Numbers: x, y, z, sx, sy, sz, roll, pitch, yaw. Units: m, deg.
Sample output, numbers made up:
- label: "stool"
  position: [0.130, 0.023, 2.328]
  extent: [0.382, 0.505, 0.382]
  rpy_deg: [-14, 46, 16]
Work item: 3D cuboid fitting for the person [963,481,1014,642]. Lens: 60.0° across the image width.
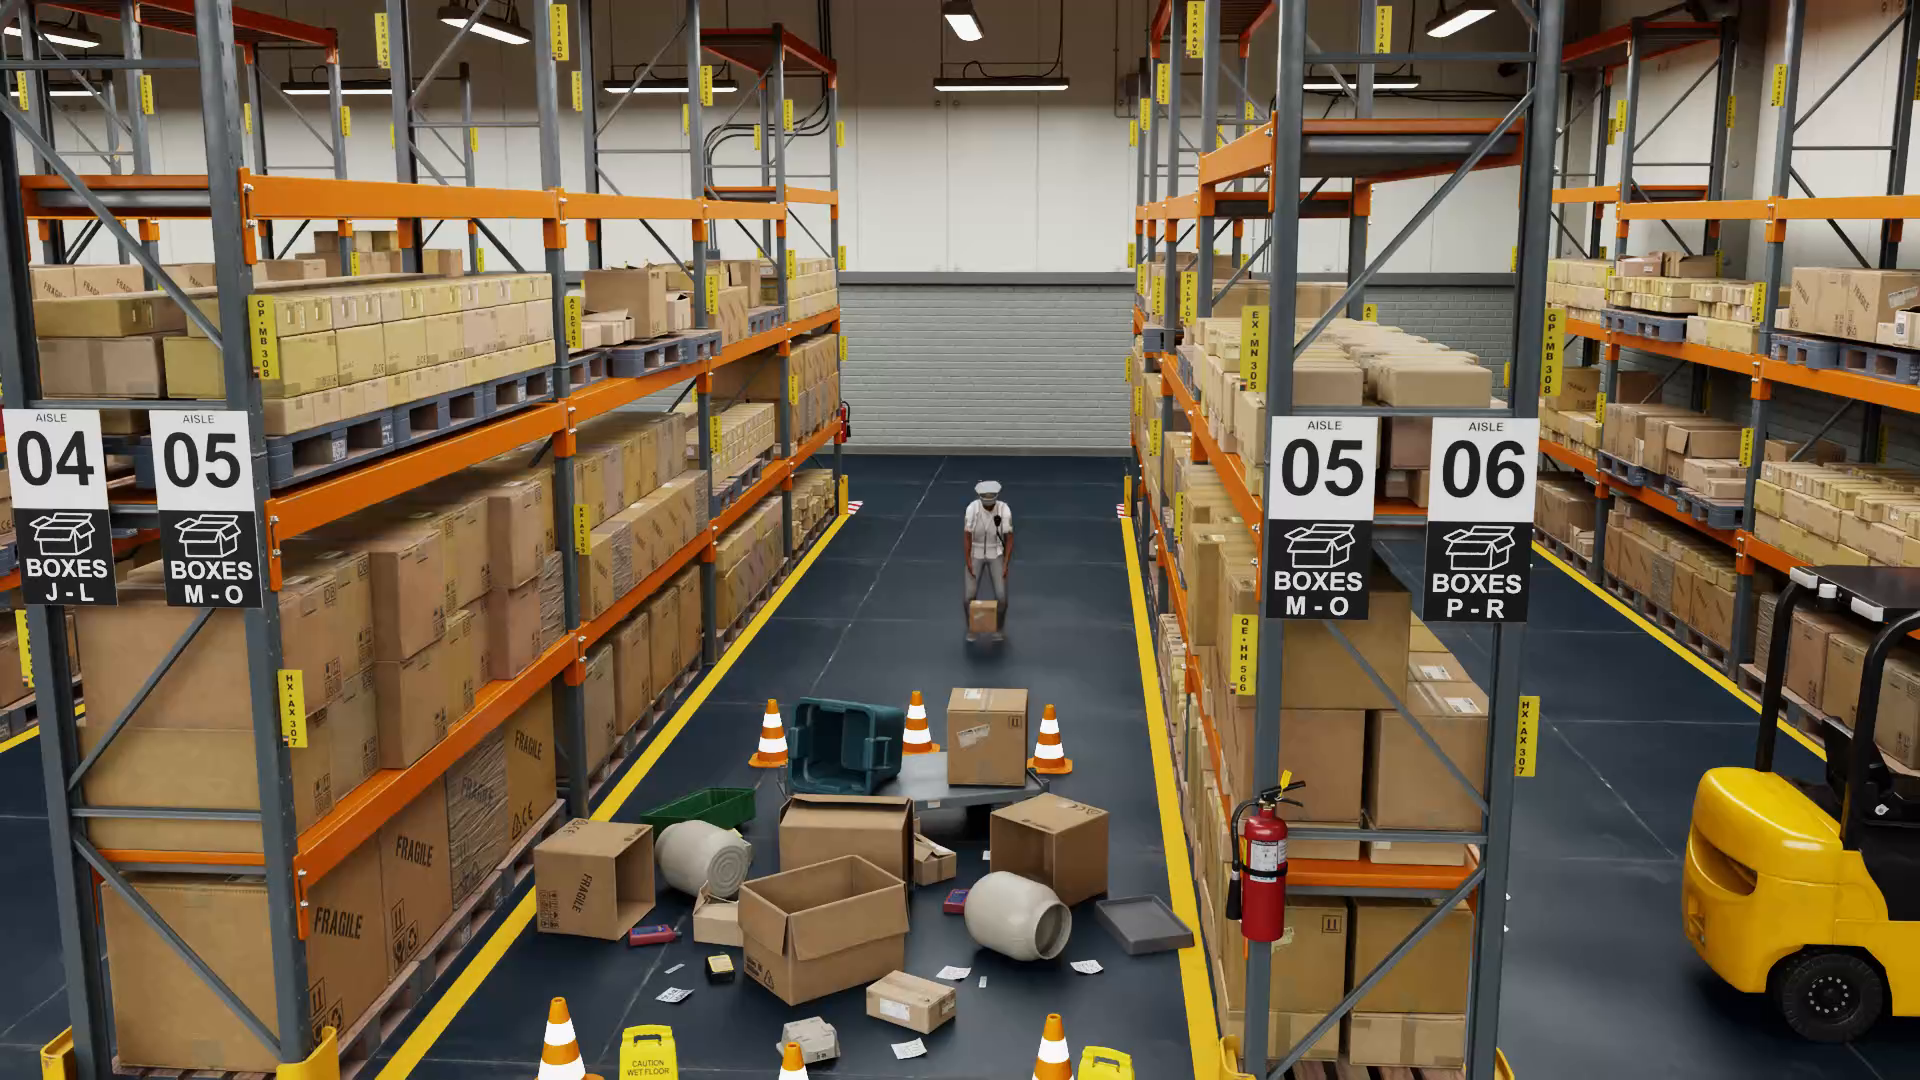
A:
- label: "person"
  position: [0.272, 0.197, 15.749]
  extent: [0.480, 1.546, 0.563]
  rpy_deg: [1, 11, 5]
